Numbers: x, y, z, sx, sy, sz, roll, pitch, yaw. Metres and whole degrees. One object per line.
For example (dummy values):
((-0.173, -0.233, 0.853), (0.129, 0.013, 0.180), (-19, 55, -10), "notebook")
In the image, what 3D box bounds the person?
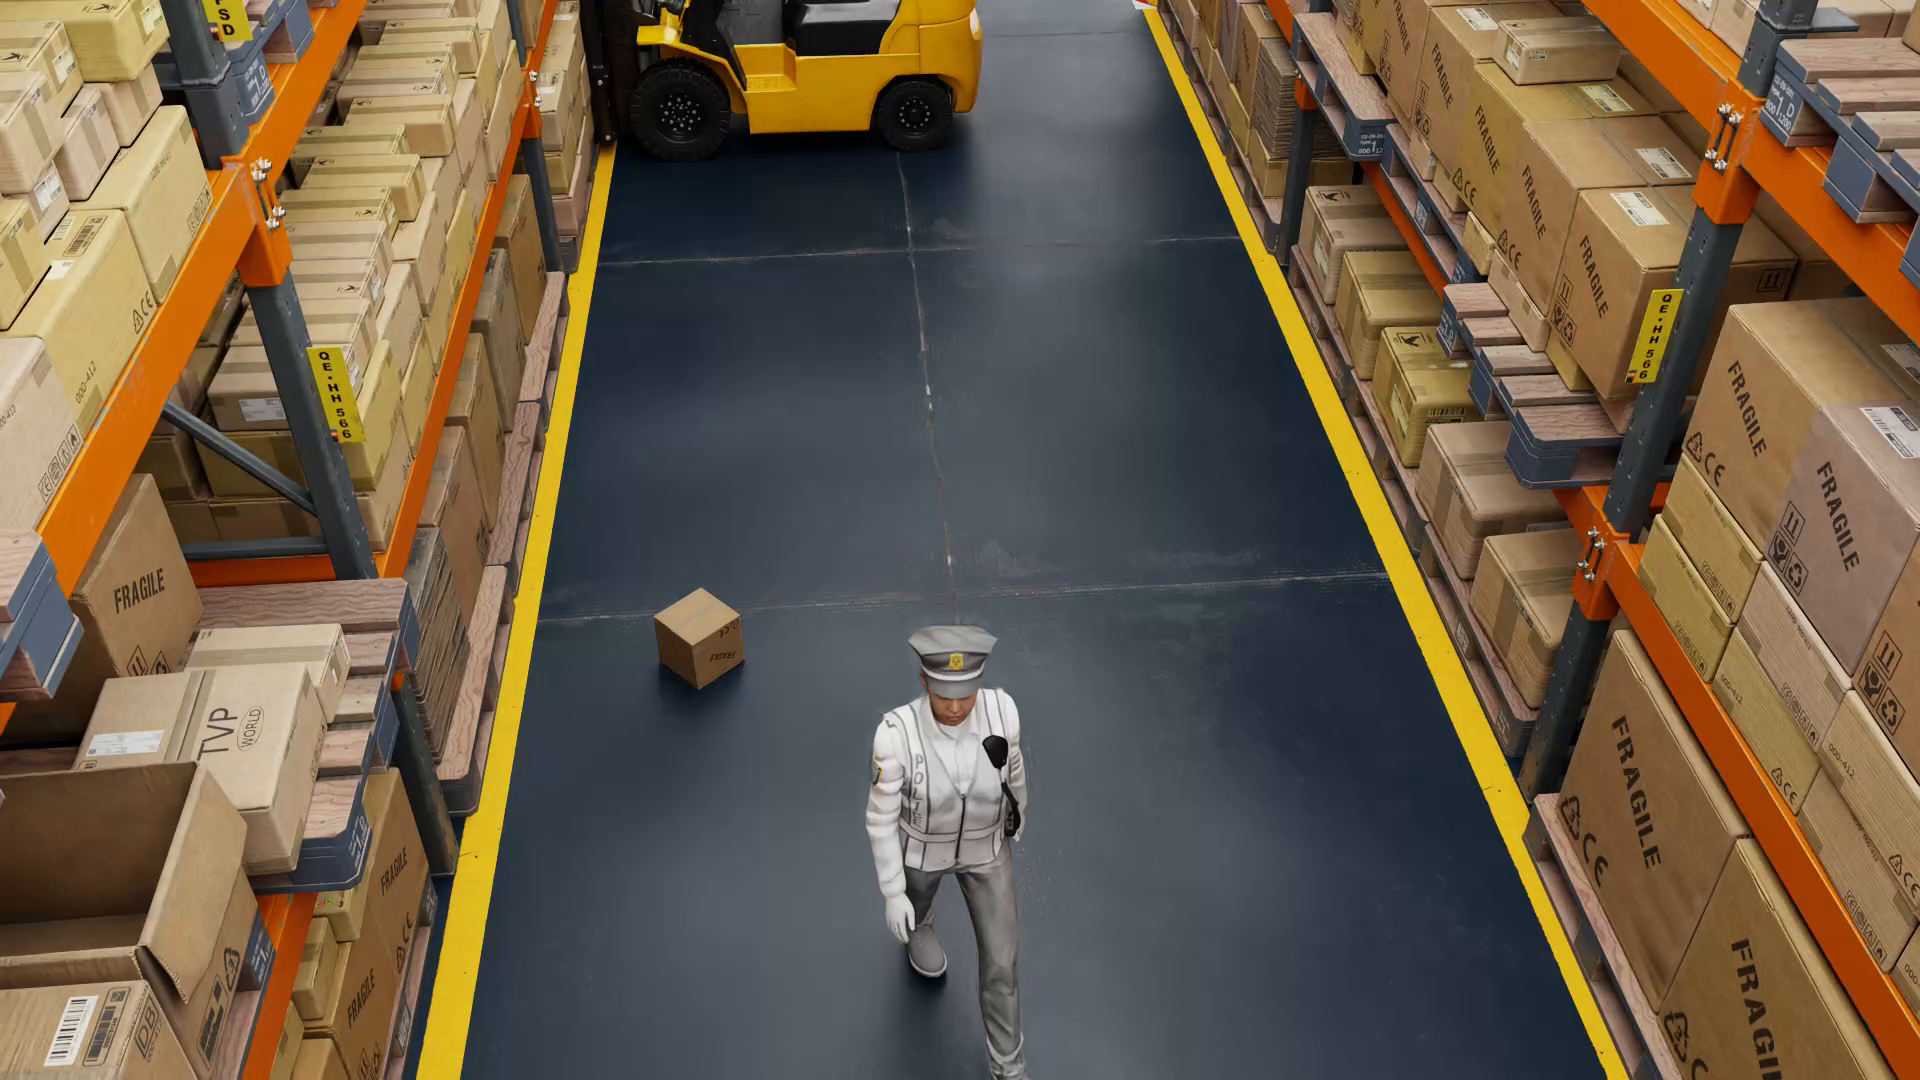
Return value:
((-0.012, 0.956, 4.946), (0.523, 1.651, 0.921), (-7, 40, -8), "person")
